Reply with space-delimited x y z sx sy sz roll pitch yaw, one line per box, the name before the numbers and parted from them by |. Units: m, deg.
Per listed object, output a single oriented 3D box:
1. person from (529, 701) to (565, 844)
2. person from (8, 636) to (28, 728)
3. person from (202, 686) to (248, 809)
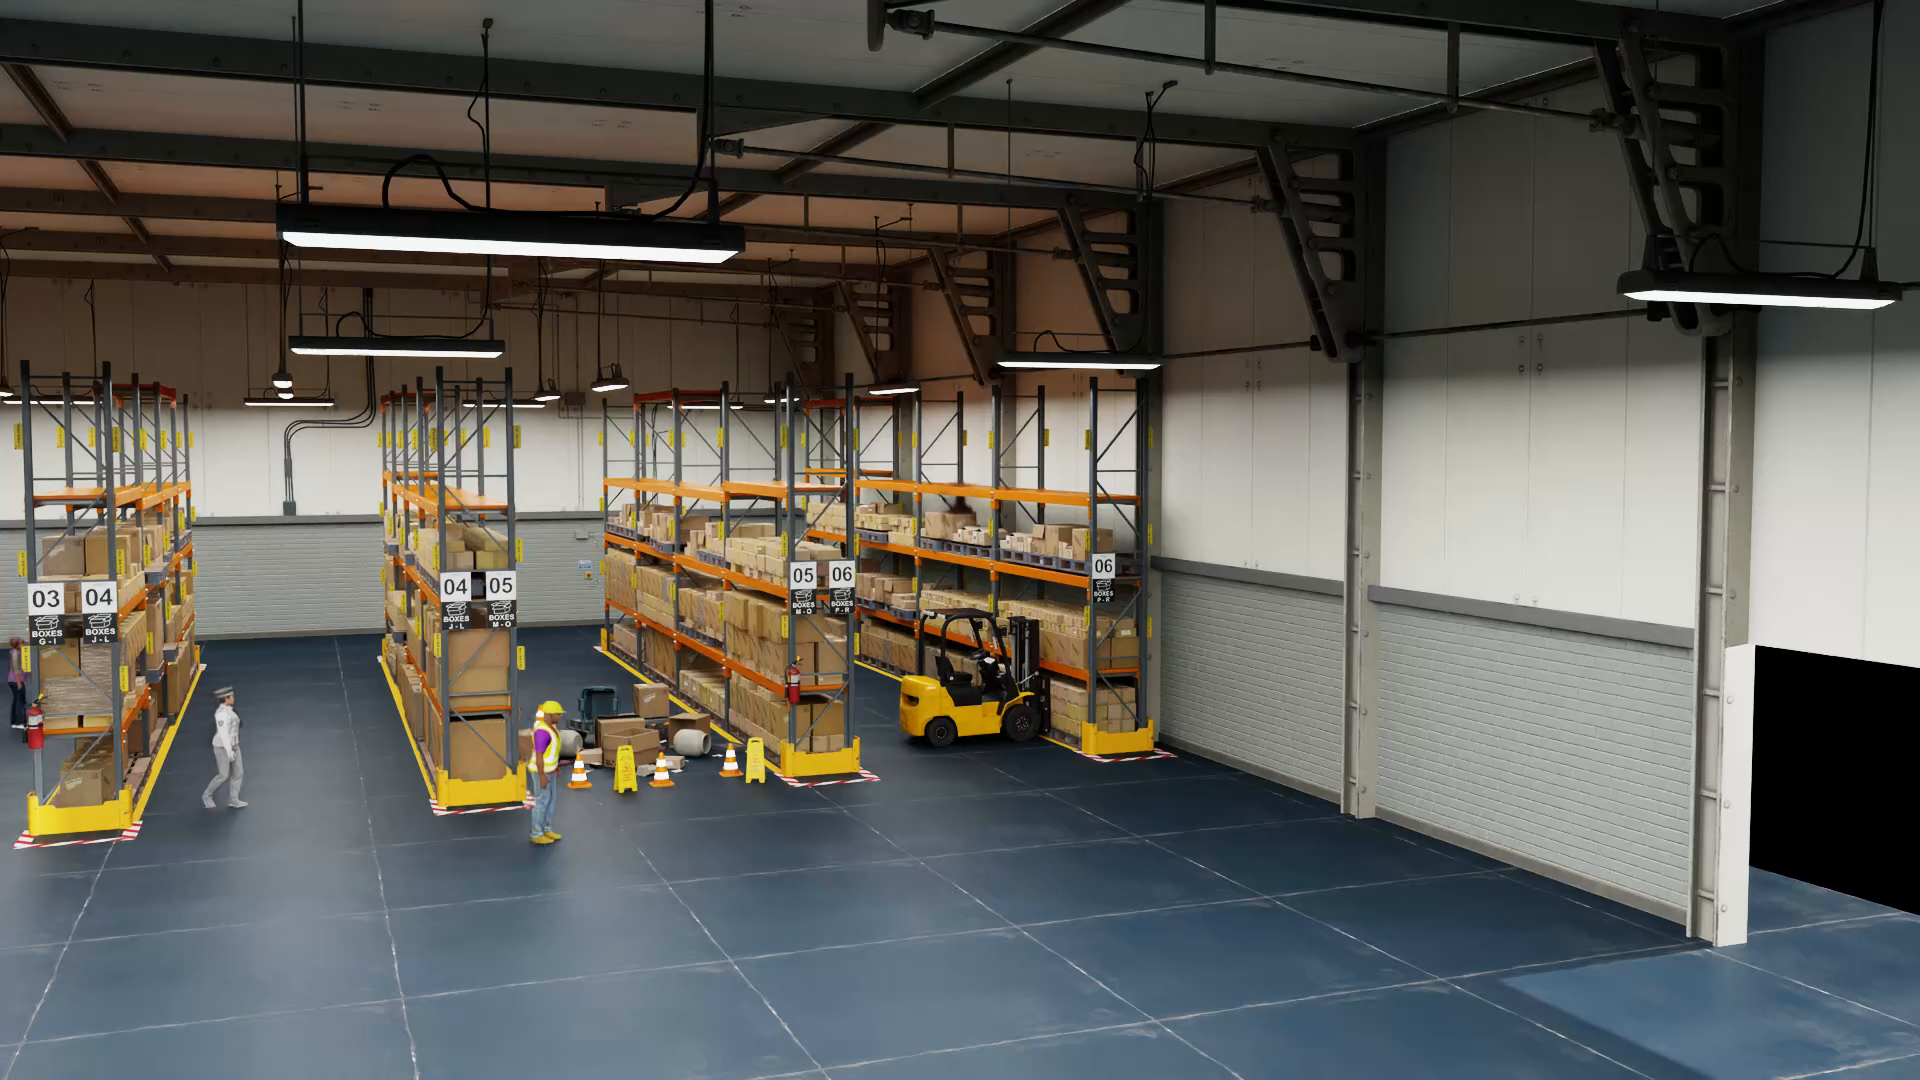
person | -5.130 2.879 20.696 0.447 1.772 0.605 0 3 1
person | -16.268 2.458 28.780 0.367 1.599 0.476 -3 4 -36
person | -10.037 2.824 22.653 0.625 1.675 0.511 0 3 4
